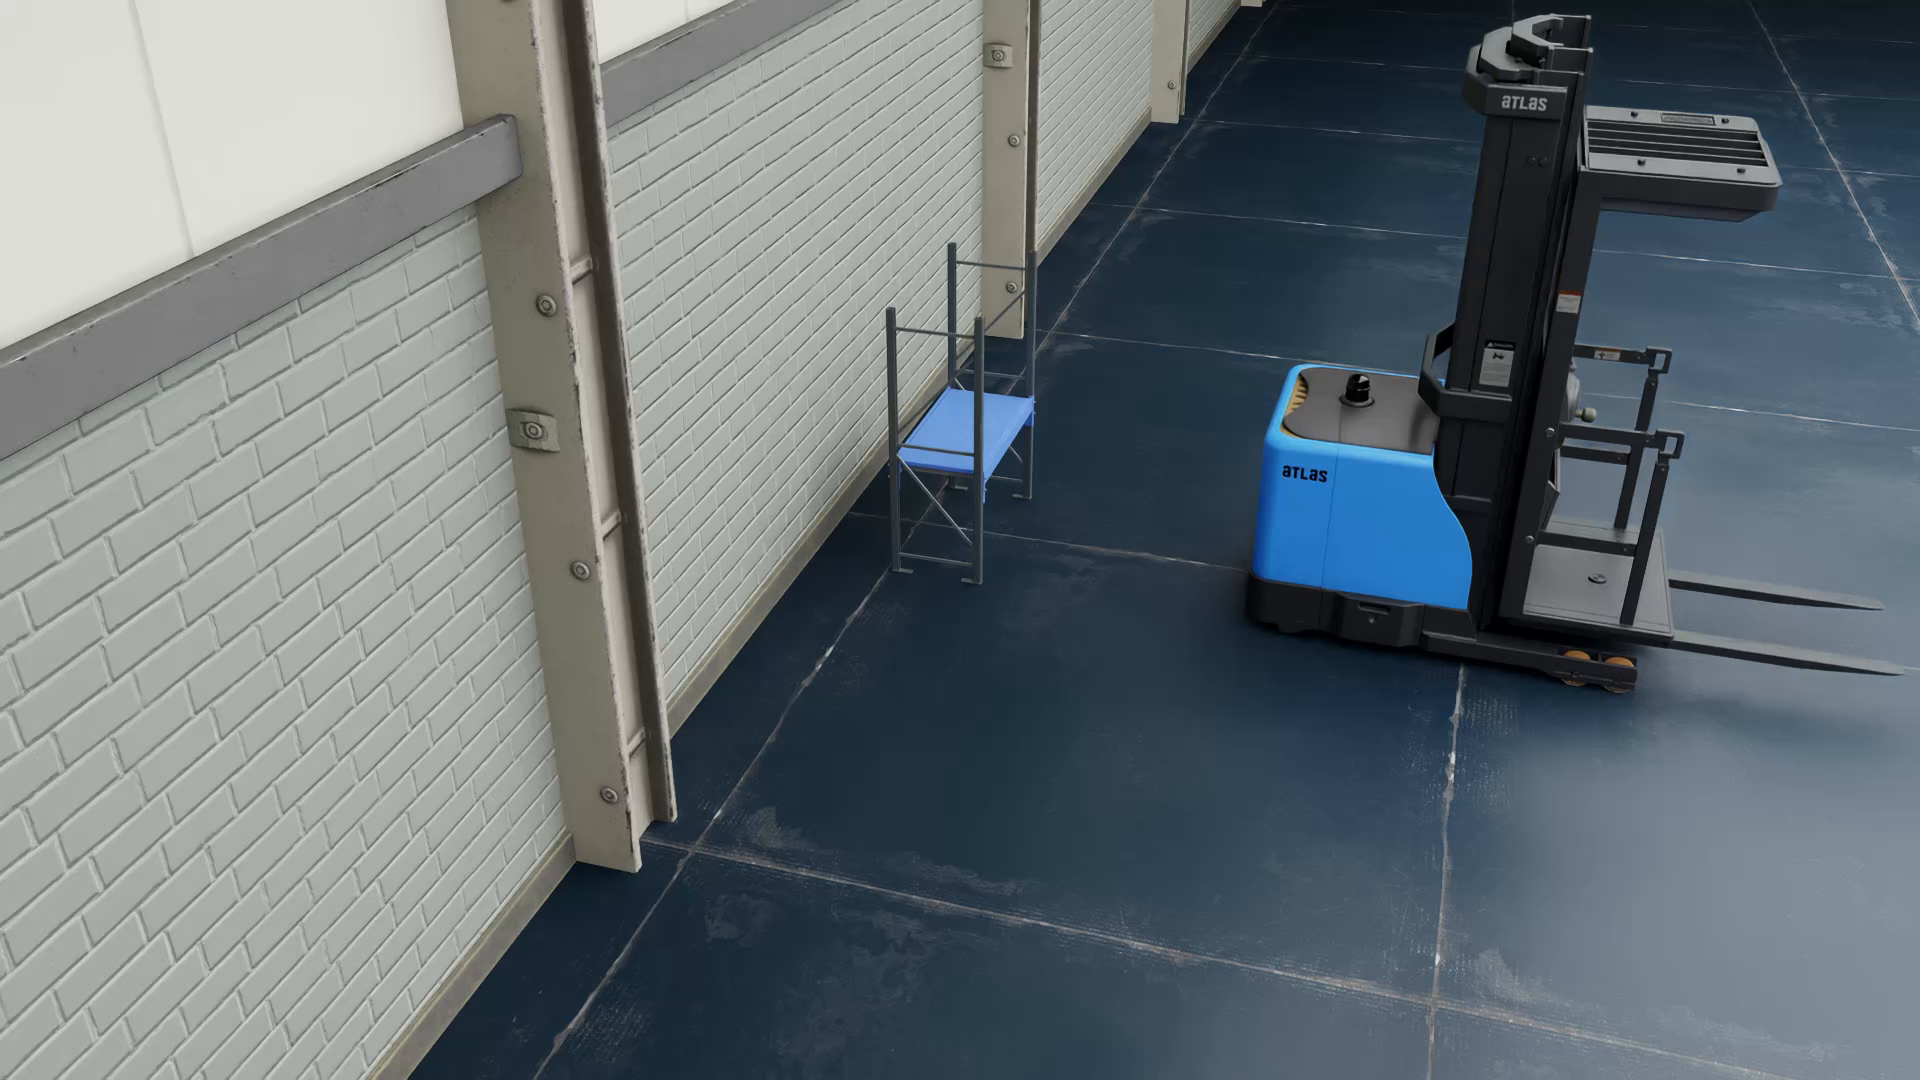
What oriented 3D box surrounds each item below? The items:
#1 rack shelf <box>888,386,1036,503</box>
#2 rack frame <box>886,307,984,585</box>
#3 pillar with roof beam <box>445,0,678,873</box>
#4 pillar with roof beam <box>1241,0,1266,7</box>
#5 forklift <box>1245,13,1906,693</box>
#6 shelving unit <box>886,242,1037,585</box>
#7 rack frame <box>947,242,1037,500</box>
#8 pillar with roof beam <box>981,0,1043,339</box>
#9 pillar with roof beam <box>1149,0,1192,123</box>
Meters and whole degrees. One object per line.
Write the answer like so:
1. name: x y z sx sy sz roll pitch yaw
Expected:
1. rack shelf: 0.025 -0.538 9.044 0.538 0.185 1.000 8 30 15
2. rack frame: -0.124 -0.459 8.532 0.500 1.500 0.032 8 30 15
3. pillar with roof beam: 2.701 -2.070 3.714 9.100 9.000 0.400 8 30 15
4. pillar with roof beam: 7.985 -10.435 18.751 9.100 9.000 0.400 8 30 15
5. forklift: 3.024 -0.842 7.749 3.031 2.935 1.130 9 30 15
6. shelving unit: 0.025 -0.695 8.957 0.538 1.500 1.048 8 30 15
7. rack frame: 0.174 -0.931 9.381 0.500 1.500 0.032 8 30 15
8. pillar with roof beam: 4.463 -4.858 8.726 9.100 9.000 0.400 8 30 15
9. pillar with roof beam: 6.224 -7.646 13.739 9.100 9.000 0.400 8 30 15
